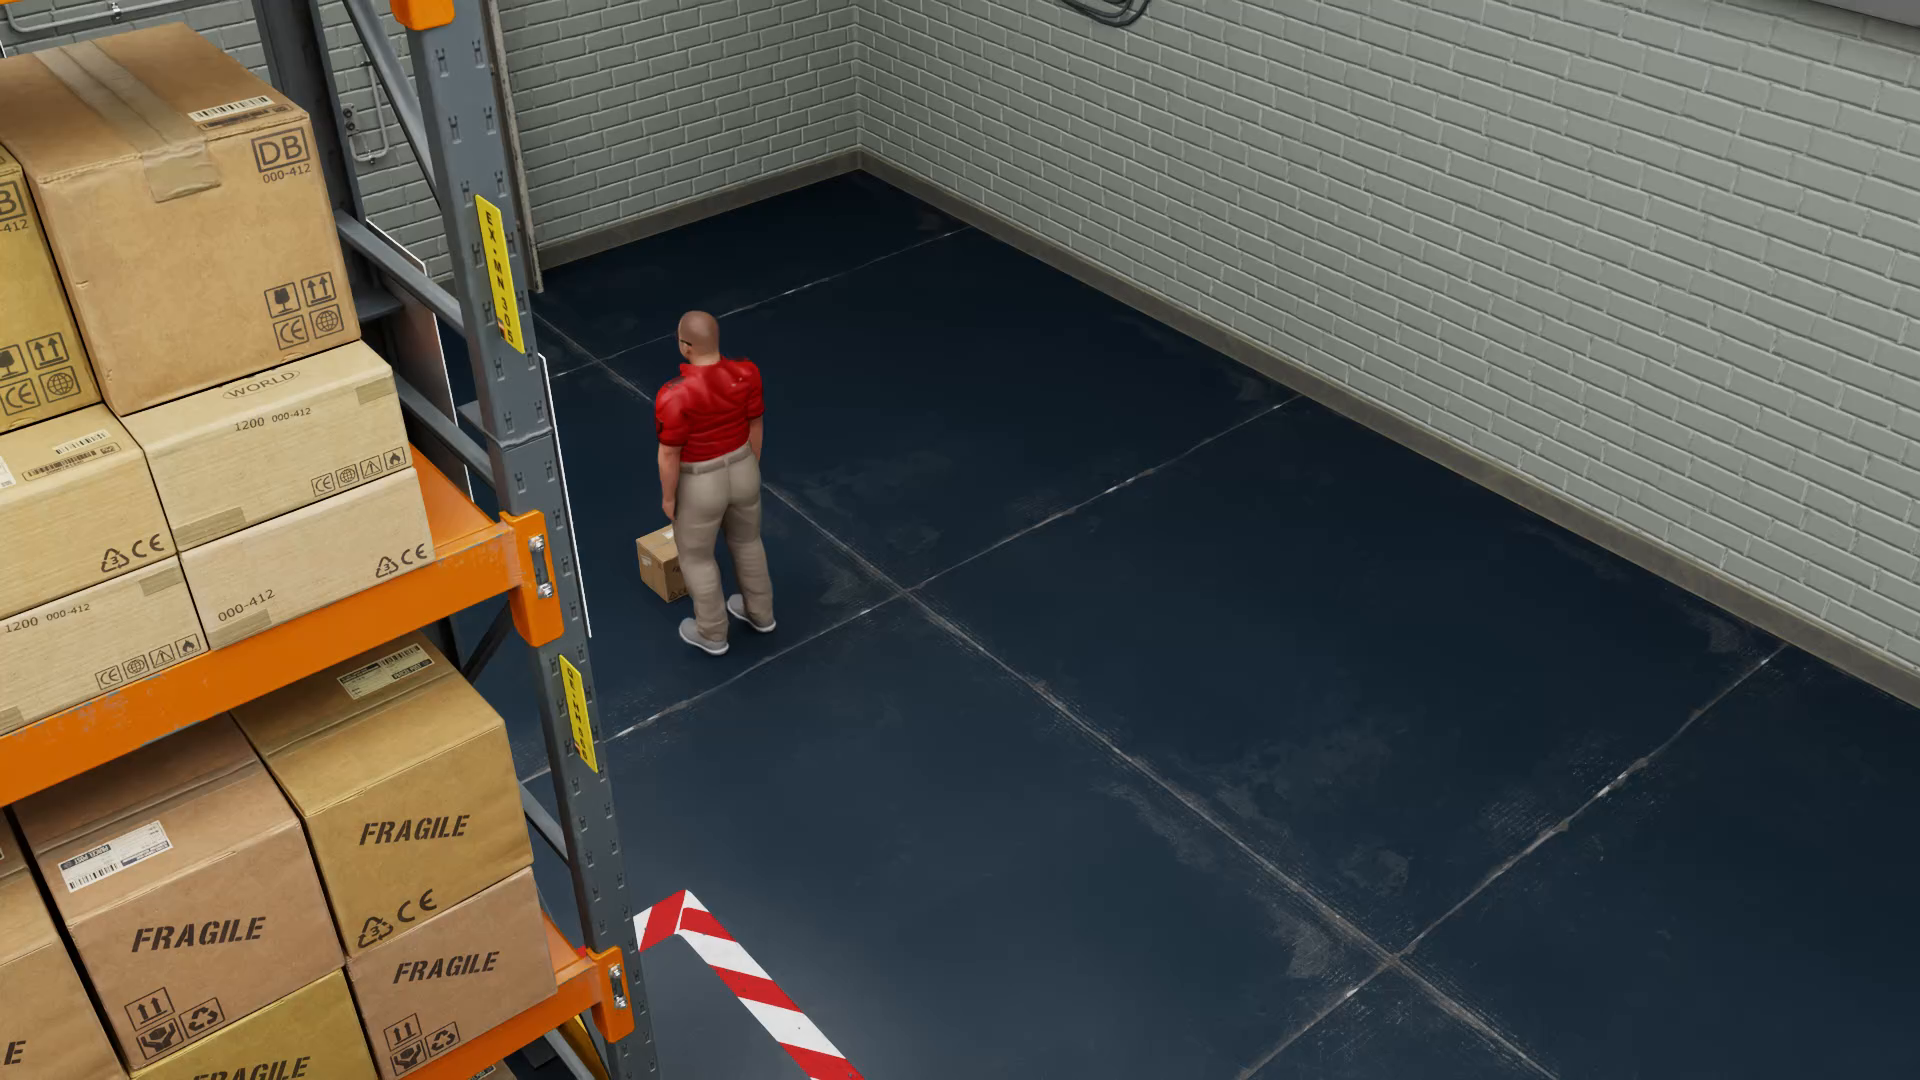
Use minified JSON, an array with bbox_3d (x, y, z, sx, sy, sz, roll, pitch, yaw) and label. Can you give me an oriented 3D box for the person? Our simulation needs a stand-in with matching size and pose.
[{"bbox_3d":[-1.123,-0.265,7.472,0.527,1.728,0.360,-25,43,-30],"label":"person"}]
